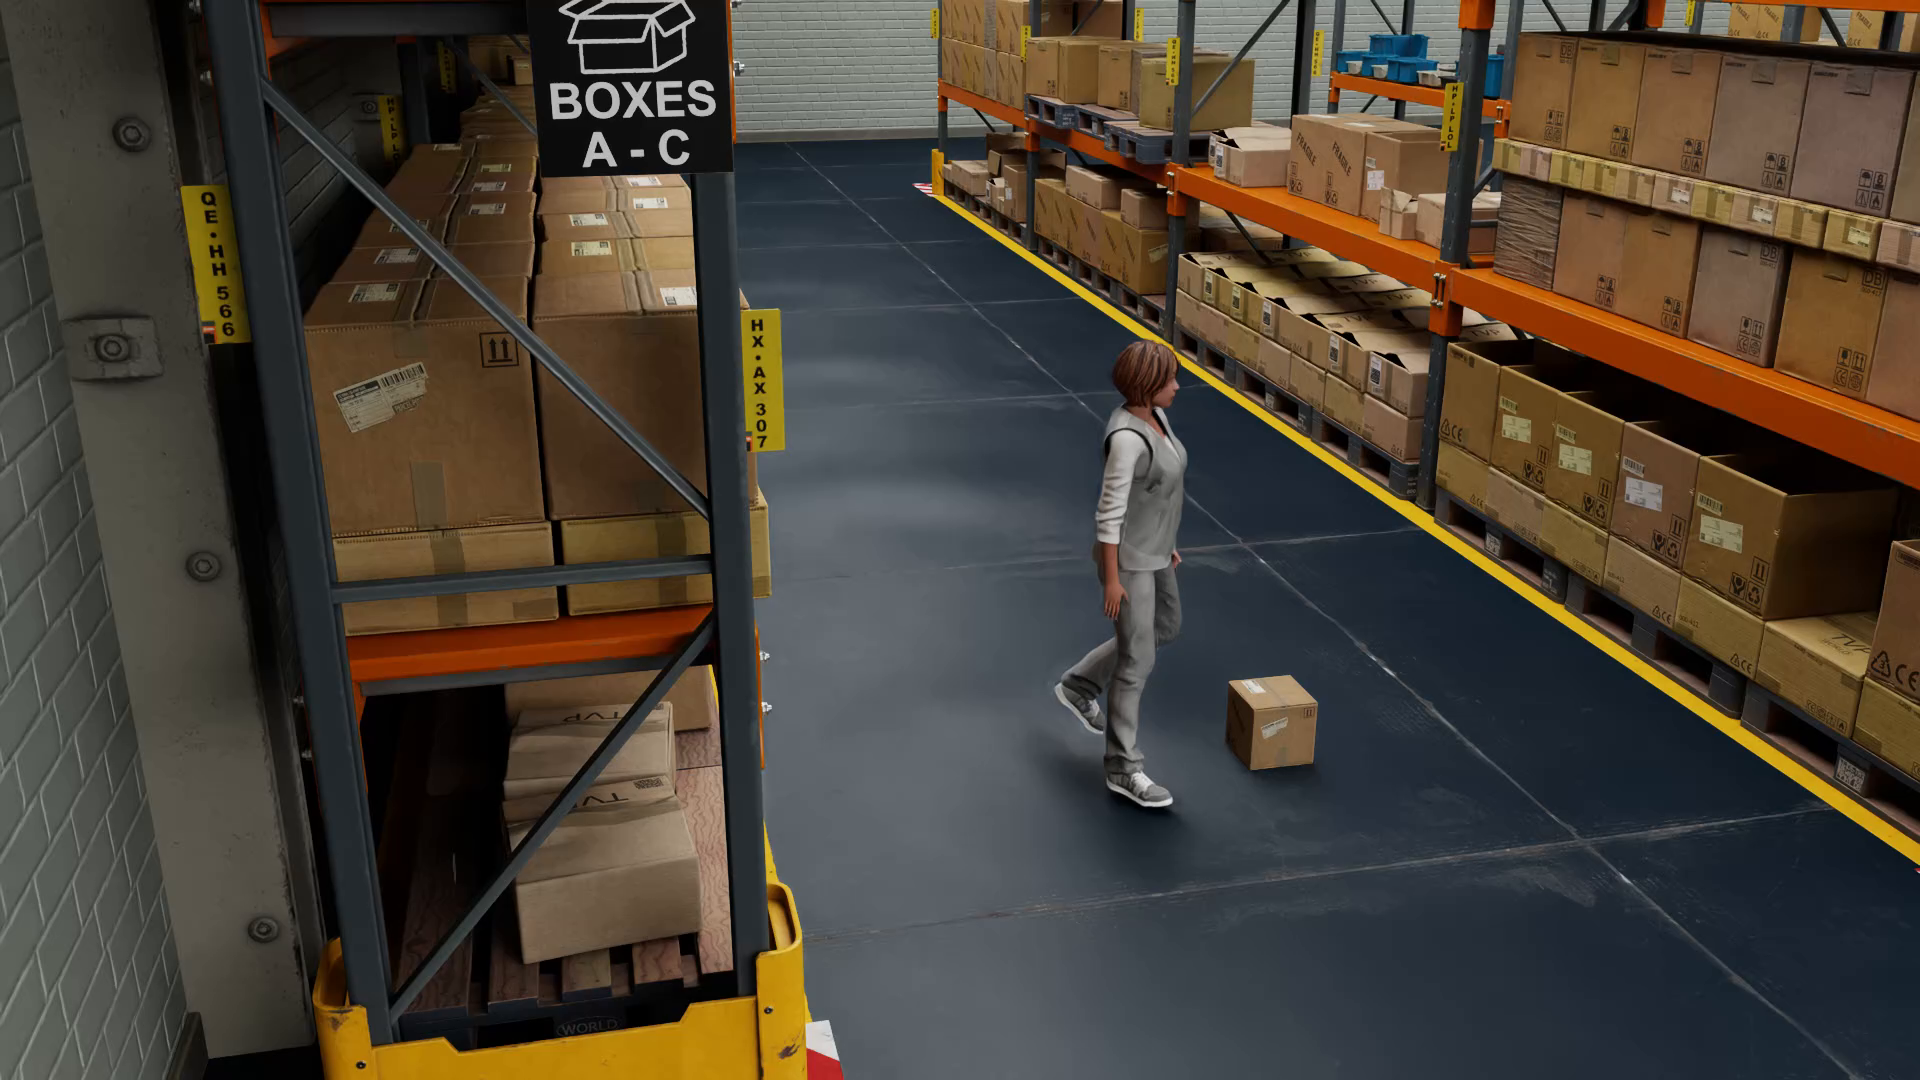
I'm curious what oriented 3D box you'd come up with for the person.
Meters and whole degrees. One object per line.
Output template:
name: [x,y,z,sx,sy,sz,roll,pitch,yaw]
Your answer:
person: [0.564,0.083,5.805,0.507,1.594,0.545,6,21,15]
